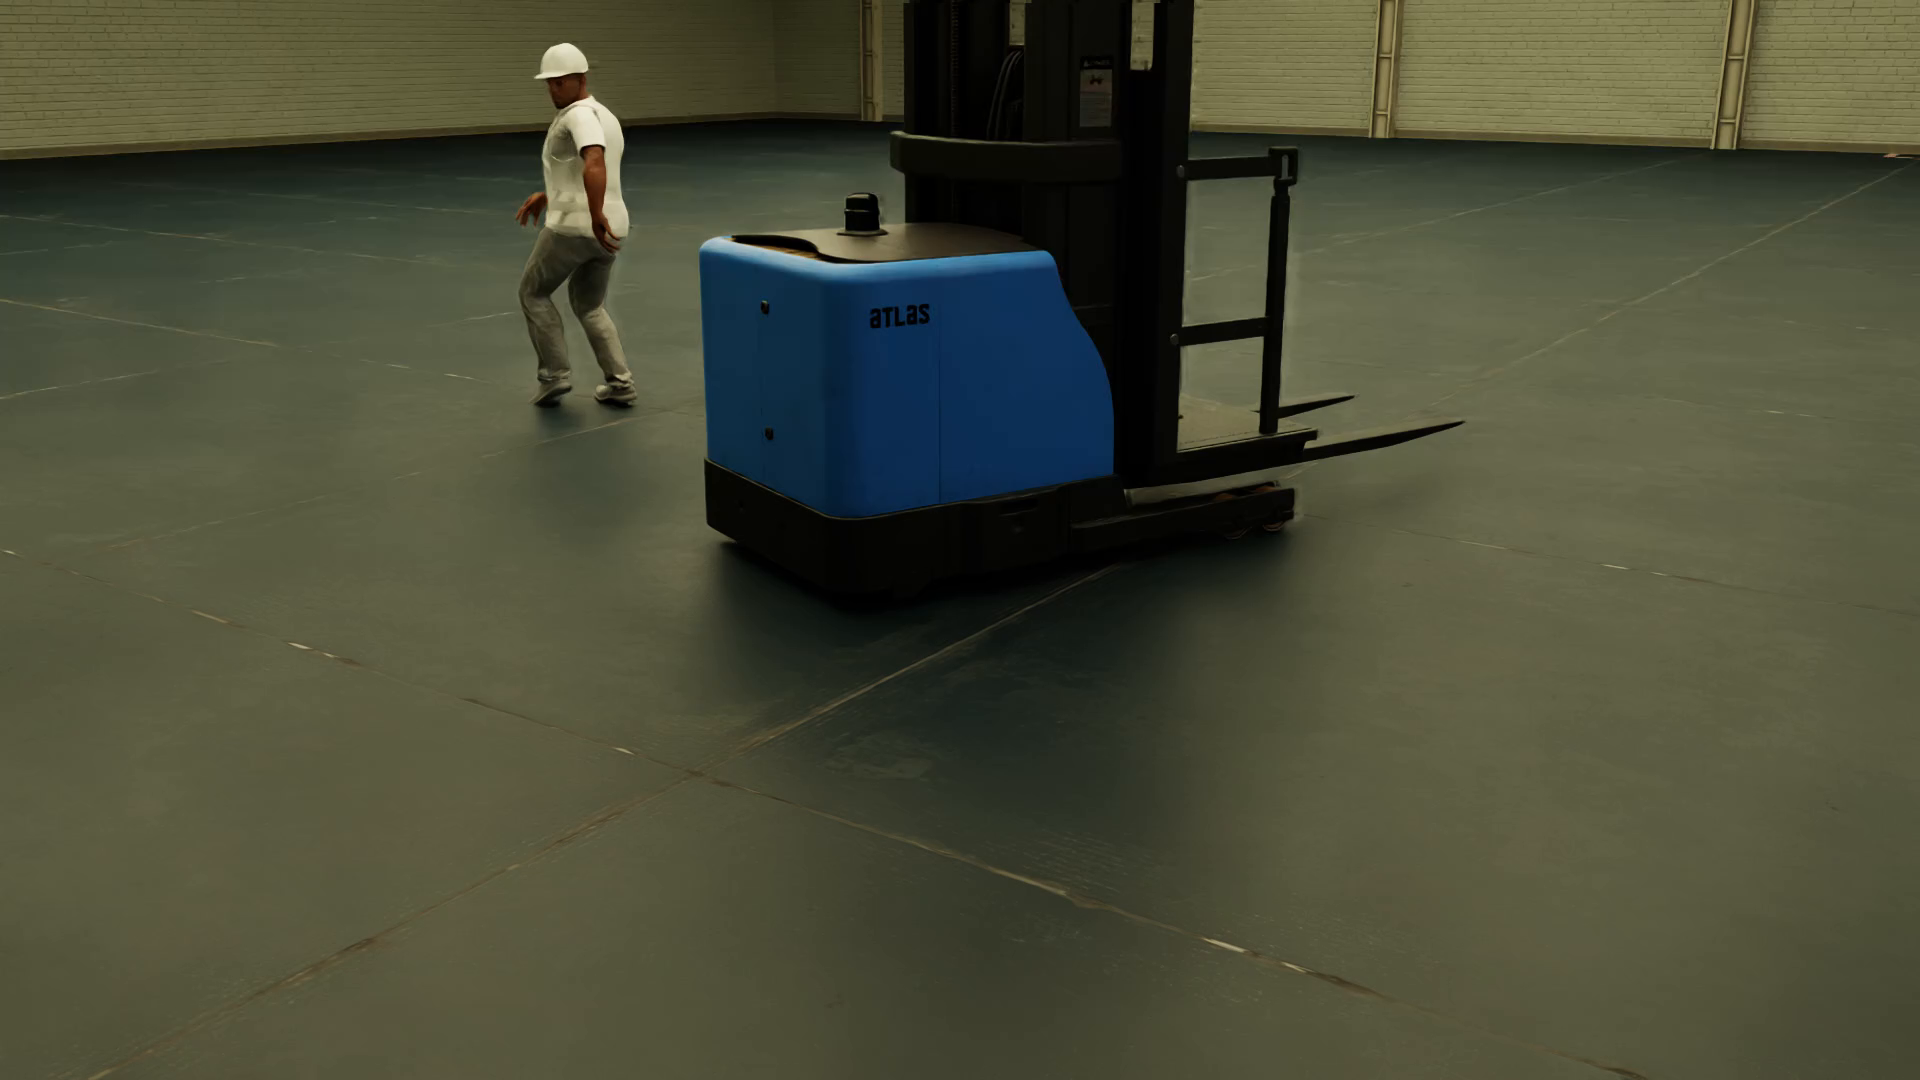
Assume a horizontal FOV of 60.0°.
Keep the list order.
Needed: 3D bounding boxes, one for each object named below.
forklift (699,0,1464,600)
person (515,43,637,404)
[{"bbox_3d":[0.615,-1.520,5.915,3.031,2.935,1.130,-11,20,-32],"label":"forklift"},{"bbox_3d":[-1.793,-1.462,7.973,0.817,1.762,0.657,8,19,25],"label":"person"}]
